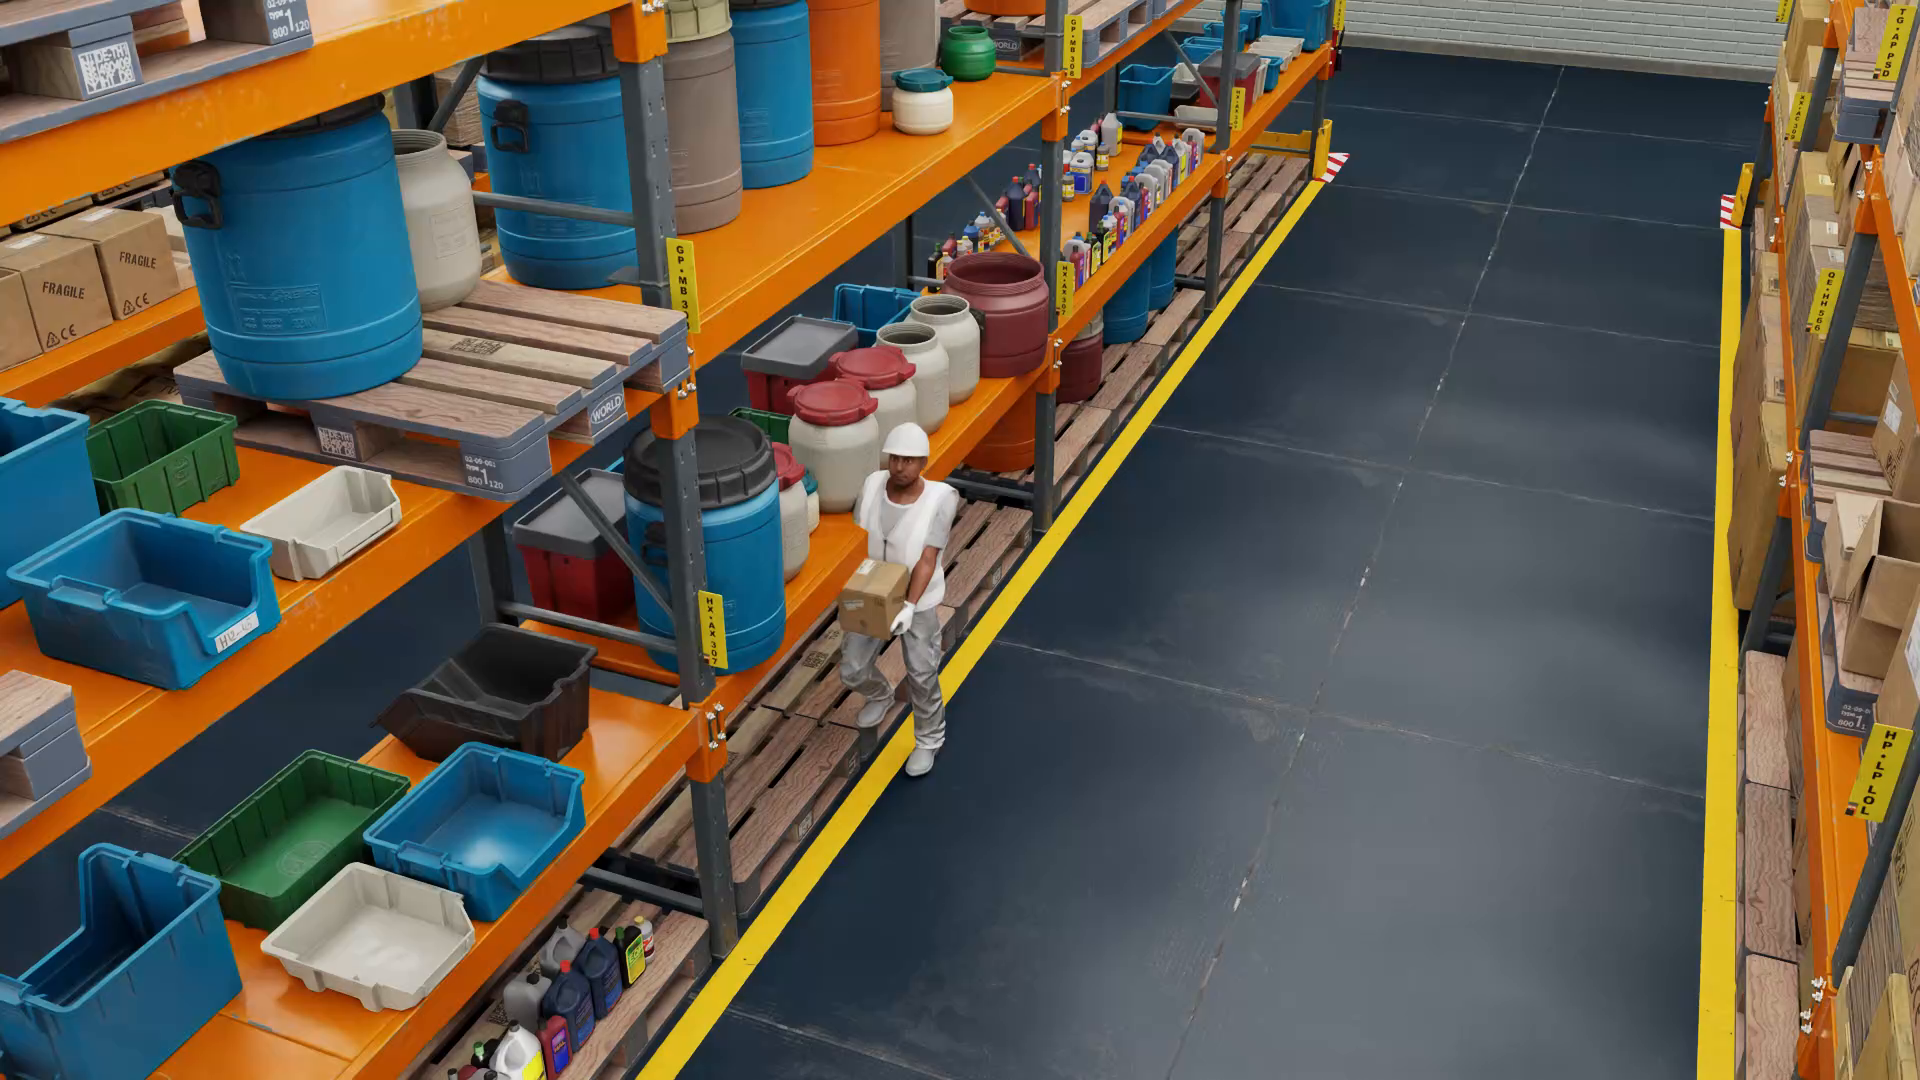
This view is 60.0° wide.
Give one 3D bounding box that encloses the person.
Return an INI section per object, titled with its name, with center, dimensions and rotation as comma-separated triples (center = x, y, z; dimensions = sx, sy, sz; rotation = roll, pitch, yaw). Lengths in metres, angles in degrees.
[person]
center = -0.310, 0.327, 7.806
dimensions = 0.487, 1.778, 0.584
rotation = 12, 31, 20
